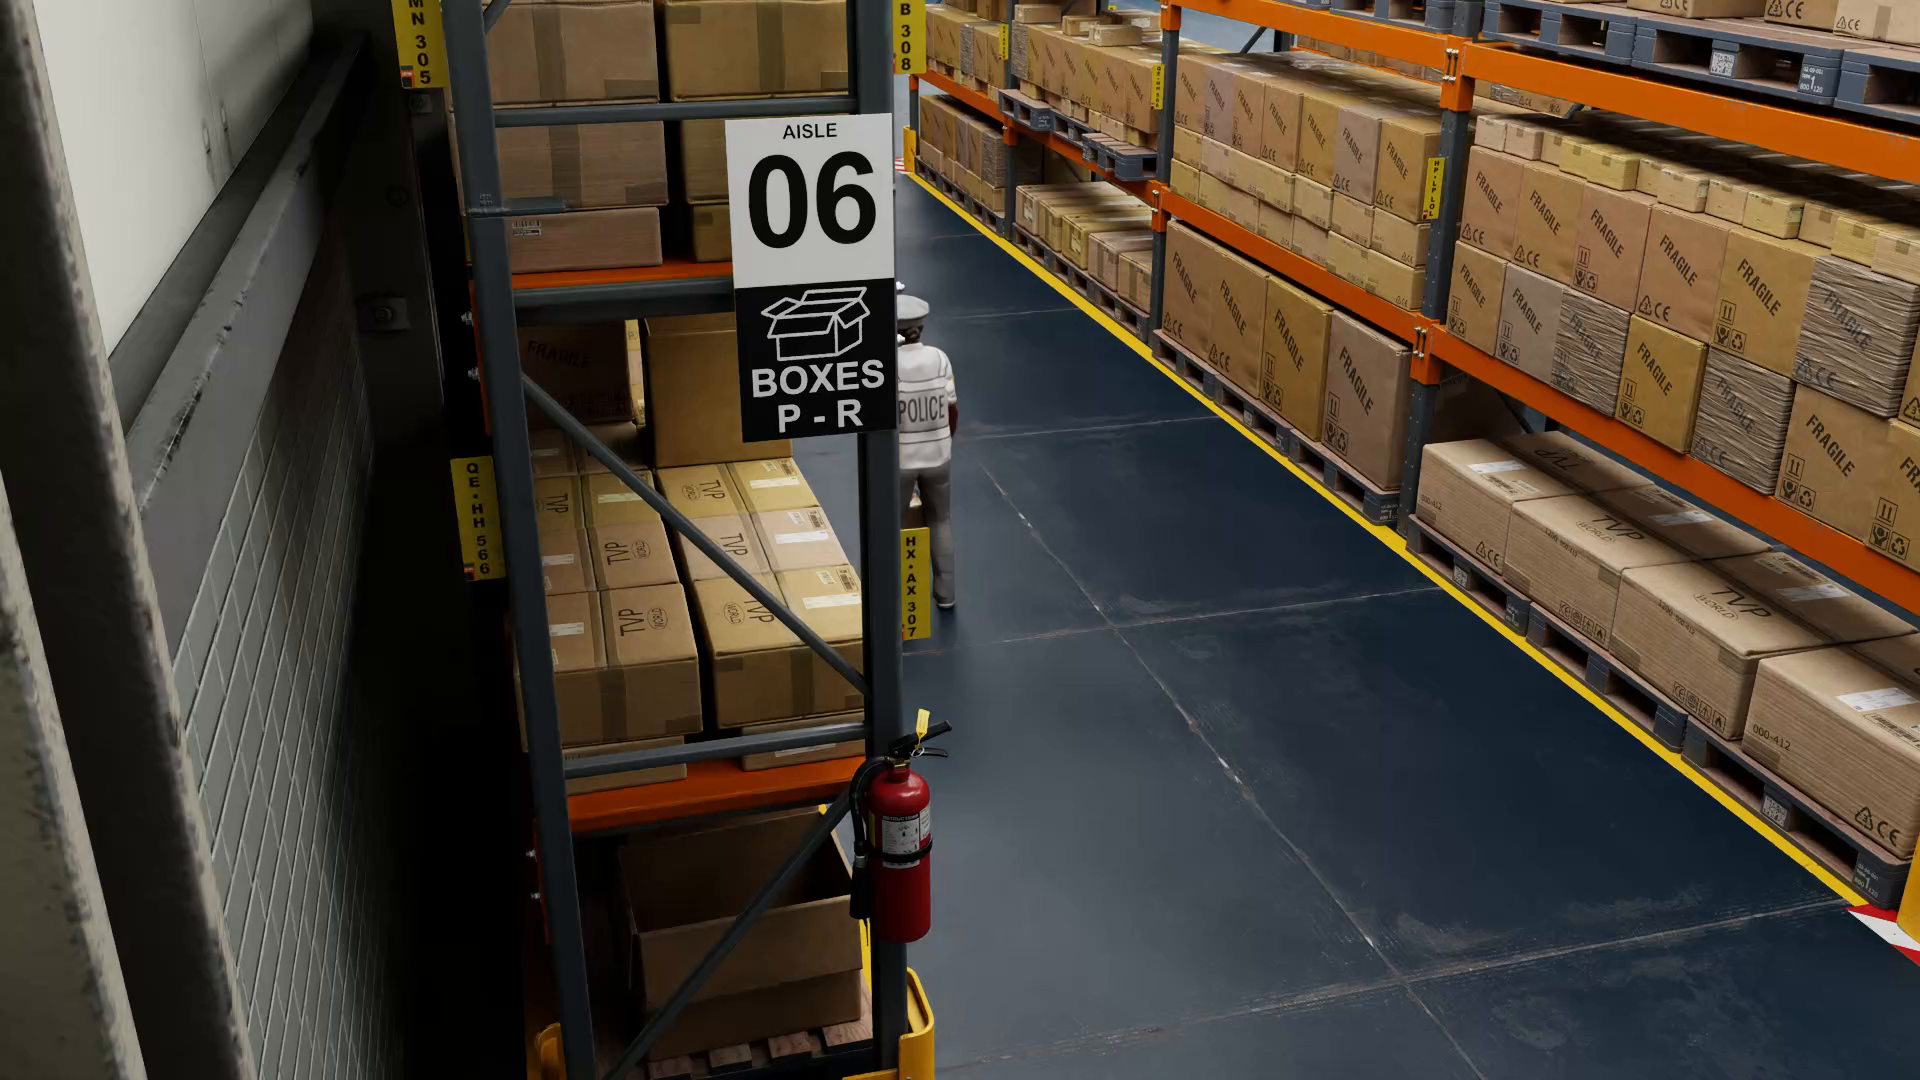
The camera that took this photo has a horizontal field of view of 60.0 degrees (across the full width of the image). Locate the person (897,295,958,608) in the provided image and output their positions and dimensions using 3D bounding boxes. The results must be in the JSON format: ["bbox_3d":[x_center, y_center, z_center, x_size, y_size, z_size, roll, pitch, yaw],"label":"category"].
[{"bbox_3d":[-0.235,-0.411,8.552,0.497,1.667,0.372,-8,24,-18],"label":"person"}]
